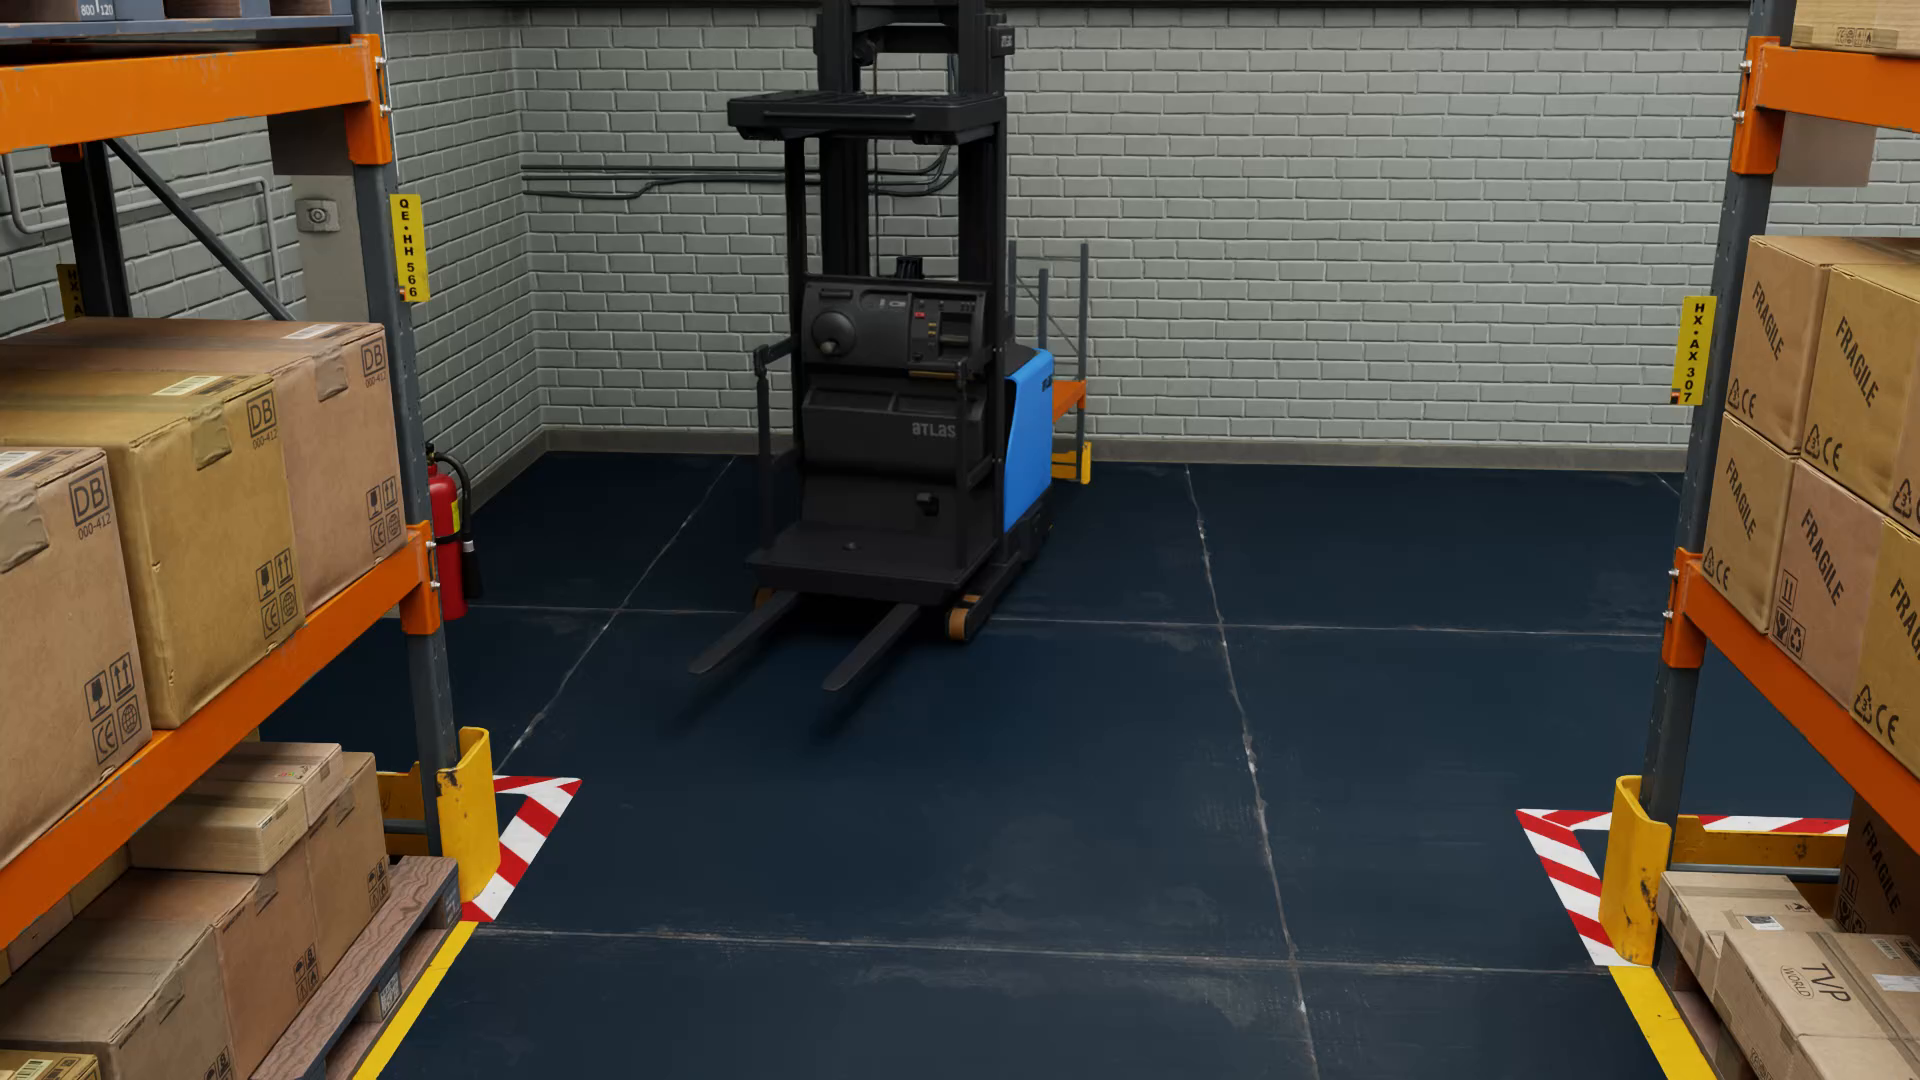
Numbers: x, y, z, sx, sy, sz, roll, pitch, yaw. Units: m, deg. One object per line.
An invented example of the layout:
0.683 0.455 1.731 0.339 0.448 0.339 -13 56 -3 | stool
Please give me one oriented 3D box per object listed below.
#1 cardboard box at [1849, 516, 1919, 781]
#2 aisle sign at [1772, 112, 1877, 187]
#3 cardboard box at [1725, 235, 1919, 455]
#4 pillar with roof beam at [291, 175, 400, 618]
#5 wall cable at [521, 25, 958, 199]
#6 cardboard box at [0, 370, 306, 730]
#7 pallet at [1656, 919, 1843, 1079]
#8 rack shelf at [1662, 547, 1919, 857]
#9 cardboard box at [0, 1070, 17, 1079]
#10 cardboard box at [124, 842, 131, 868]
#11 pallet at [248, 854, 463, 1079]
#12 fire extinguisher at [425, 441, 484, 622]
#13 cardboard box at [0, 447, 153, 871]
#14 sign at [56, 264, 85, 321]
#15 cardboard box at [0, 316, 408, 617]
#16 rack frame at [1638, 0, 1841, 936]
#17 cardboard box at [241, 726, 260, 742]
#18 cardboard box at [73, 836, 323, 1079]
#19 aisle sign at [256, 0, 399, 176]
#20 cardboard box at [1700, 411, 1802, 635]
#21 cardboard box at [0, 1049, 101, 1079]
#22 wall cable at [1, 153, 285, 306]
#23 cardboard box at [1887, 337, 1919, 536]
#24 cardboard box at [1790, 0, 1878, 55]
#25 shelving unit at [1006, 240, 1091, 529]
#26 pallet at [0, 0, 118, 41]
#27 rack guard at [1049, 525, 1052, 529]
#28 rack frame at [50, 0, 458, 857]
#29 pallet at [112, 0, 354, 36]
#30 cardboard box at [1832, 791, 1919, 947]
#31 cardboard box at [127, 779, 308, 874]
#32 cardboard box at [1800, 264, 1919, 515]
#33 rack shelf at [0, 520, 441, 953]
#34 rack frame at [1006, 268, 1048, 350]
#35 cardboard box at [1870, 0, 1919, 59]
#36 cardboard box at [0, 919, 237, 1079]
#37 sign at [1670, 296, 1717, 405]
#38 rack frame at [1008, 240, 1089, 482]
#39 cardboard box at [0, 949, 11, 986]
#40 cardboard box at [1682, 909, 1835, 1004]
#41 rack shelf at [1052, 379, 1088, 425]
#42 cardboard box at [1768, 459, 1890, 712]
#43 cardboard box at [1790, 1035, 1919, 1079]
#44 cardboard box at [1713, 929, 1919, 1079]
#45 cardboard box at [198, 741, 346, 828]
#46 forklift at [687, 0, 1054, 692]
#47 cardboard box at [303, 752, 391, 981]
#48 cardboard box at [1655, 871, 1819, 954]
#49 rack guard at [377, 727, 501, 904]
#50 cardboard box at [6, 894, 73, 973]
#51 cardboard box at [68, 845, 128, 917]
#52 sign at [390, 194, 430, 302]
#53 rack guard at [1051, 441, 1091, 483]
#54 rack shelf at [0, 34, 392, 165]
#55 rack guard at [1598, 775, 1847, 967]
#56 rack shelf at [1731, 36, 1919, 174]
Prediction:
2.350 0.264 3.638 0.500 0.500 0.500 1 18 4 | cardboard box
2.427 -1.399 4.701 0.394 0.787 0.004 1 18 4 | aisle sign
2.420 -0.527 4.447 0.500 0.500 0.500 2 18 6 | cardboard box
1.399 -3.858 6.746 9.100 9.000 0.400 1 18 4 | pillar with roof beam
-1.464 -3.370 10.241 3.097 2.526 0.112 1 18 4 | wall cable
-2.294 -0.003 4.134 0.980 0.700 0.700 1 18 3 | cardboard box
2.654 1.460 4.628 1.003 0.211 1.213 1 18 4 | pallet
2.572 0.827 3.238 1.077 0.370 4.000 1 18 4 | rack shelf
-2.113 1.182 3.296 0.380 0.149 0.250 1 18 2 | cardboard box
-2.402 0.768 4.560 0.380 0.149 0.250 1 18 4 | cardboard box
-2.205 1.330 5.026 1.003 0.211 1.213 1 18 4 | pallet
-1.755 -0.068 5.537 0.296 0.674 0.183 1 18 4 | fire extinguisher
-2.357 0.233 3.412 0.980 0.700 0.700 0 18 1 | cardboard box
-2.779 -0.709 5.252 0.100 0.325 0.005 1 18 4 | sign
-2.252 -0.230 4.825 0.980 0.700 0.700 2 18 6 | cardboard box
2.715 -0.136 5.021 1.000 3.000 0.127 1 18 4 | rack frame
-2.367 0.611 5.040 0.380 0.149 0.250 1 18 4 | cardboard box
-2.212 1.118 4.535 0.700 0.500 0.500 1 18 4 | cardboard box
-1.922 -1.497 4.998 0.394 0.787 0.004 1 18 4 | aisle sign
2.420 -0.052 4.603 0.500 0.500 0.500 2 18 5 | cardboard box
-2.278 1.440 3.552 0.700 0.500 0.500 2 18 5 | cardboard box
-3.078 -1.147 6.475 0.084 1.984 1.851 1 18 4 | wall cable
2.350 -0.209 3.478 0.500 0.500 0.500 2 18 5 | cardboard box
2.425 -1.336 4.108 0.500 0.250 0.500 1 18 4 | cardboard box
0.395 -0.960 9.945 0.587 1.500 1.083 5 19 16 | shelving unit
-2.353 -1.018 3.039 1.003 0.211 1.213 1 18 4 | pallet
0.249 -0.218 9.687 0.587 0.250 0.087 5 19 16 | rack guard
-2.226 -0.246 5.355 1.000 3.000 0.127 1 18 4 | rack frame
-2.269 -1.398 4.198 1.003 0.211 1.213 1 18 4 | pallet
2.922 1.017 4.810 0.500 0.500 0.500 1 18 4 | cardboard box
-2.021 0.777 4.531 0.380 0.149 0.250 2 18 5 | cardboard box
2.391 -0.364 3.951 0.500 0.500 0.500 1 18 4 | cardboard box
-2.369 0.717 3.572 1.077 0.370 4.000 1 18 4 | rack shelf
0.243 -0.806 9.475 0.500 1.500 0.032 5 19 16 | rack frame
2.376 -1.181 3.635 0.500 0.250 0.500 1 18 4 | cardboard box
-2.248 1.274 4.058 0.700 0.500 0.500 1 18 2 | cardboard box
2.174 -0.560 4.923 0.100 0.325 0.005 1 18 4 | sign
0.541 -1.109 10.399 0.500 1.500 0.032 5 19 16 | rack frame
-2.456 1.005 3.838 0.380 0.149 0.250 1 18 4 | cardboard box
2.325 1.201 4.784 0.380 0.166 0.250 1 18 4 | cardboard box
0.392 -0.787 9.993 0.538 0.185 1.000 5 19 16 | rack shelf
2.389 0.109 4.114 0.500 0.500 0.500 1 18 3 | cardboard box
2.322 1.435 3.937 0.500 0.250 0.500 1 18 4 | cardboard box
2.358 1.279 4.411 0.500 0.250 0.500 1 18 4 | cardboard box
-2.004 0.698 4.774 0.380 0.149 0.250 1 18 3 | cardboard box
-0.388 -1.043 7.900 1.130 2.935 3.031 5 19 16 | forklift
-2.176 0.962 5.009 0.700 0.500 0.500 1 18 4 | cardboard box
2.342 1.132 5.023 0.380 0.149 0.250 1 18 4 | cardboard box
-2.224 0.935 5.767 1.175 0.500 0.348 1 18 4 | rack guard
-2.438 0.925 4.081 0.380 0.149 0.250 2 18 5 | cardboard box
-2.421 0.846 4.323 0.380 0.149 0.250 1 18 4 | cardboard box
-1.686 -0.892 5.088 0.100 0.325 0.005 1 18 4 | sign
0.541 -0.515 10.592 0.587 0.250 0.087 5 19 16 | rack guard
-2.369 -0.708 3.105 1.077 0.370 4.000 1 18 4 | rack shelf
2.710 1.075 5.339 1.175 0.500 0.348 1 18 4 | rack guard
2.572 -0.599 2.771 1.077 0.370 4.000 1 18 4 | rack shelf
